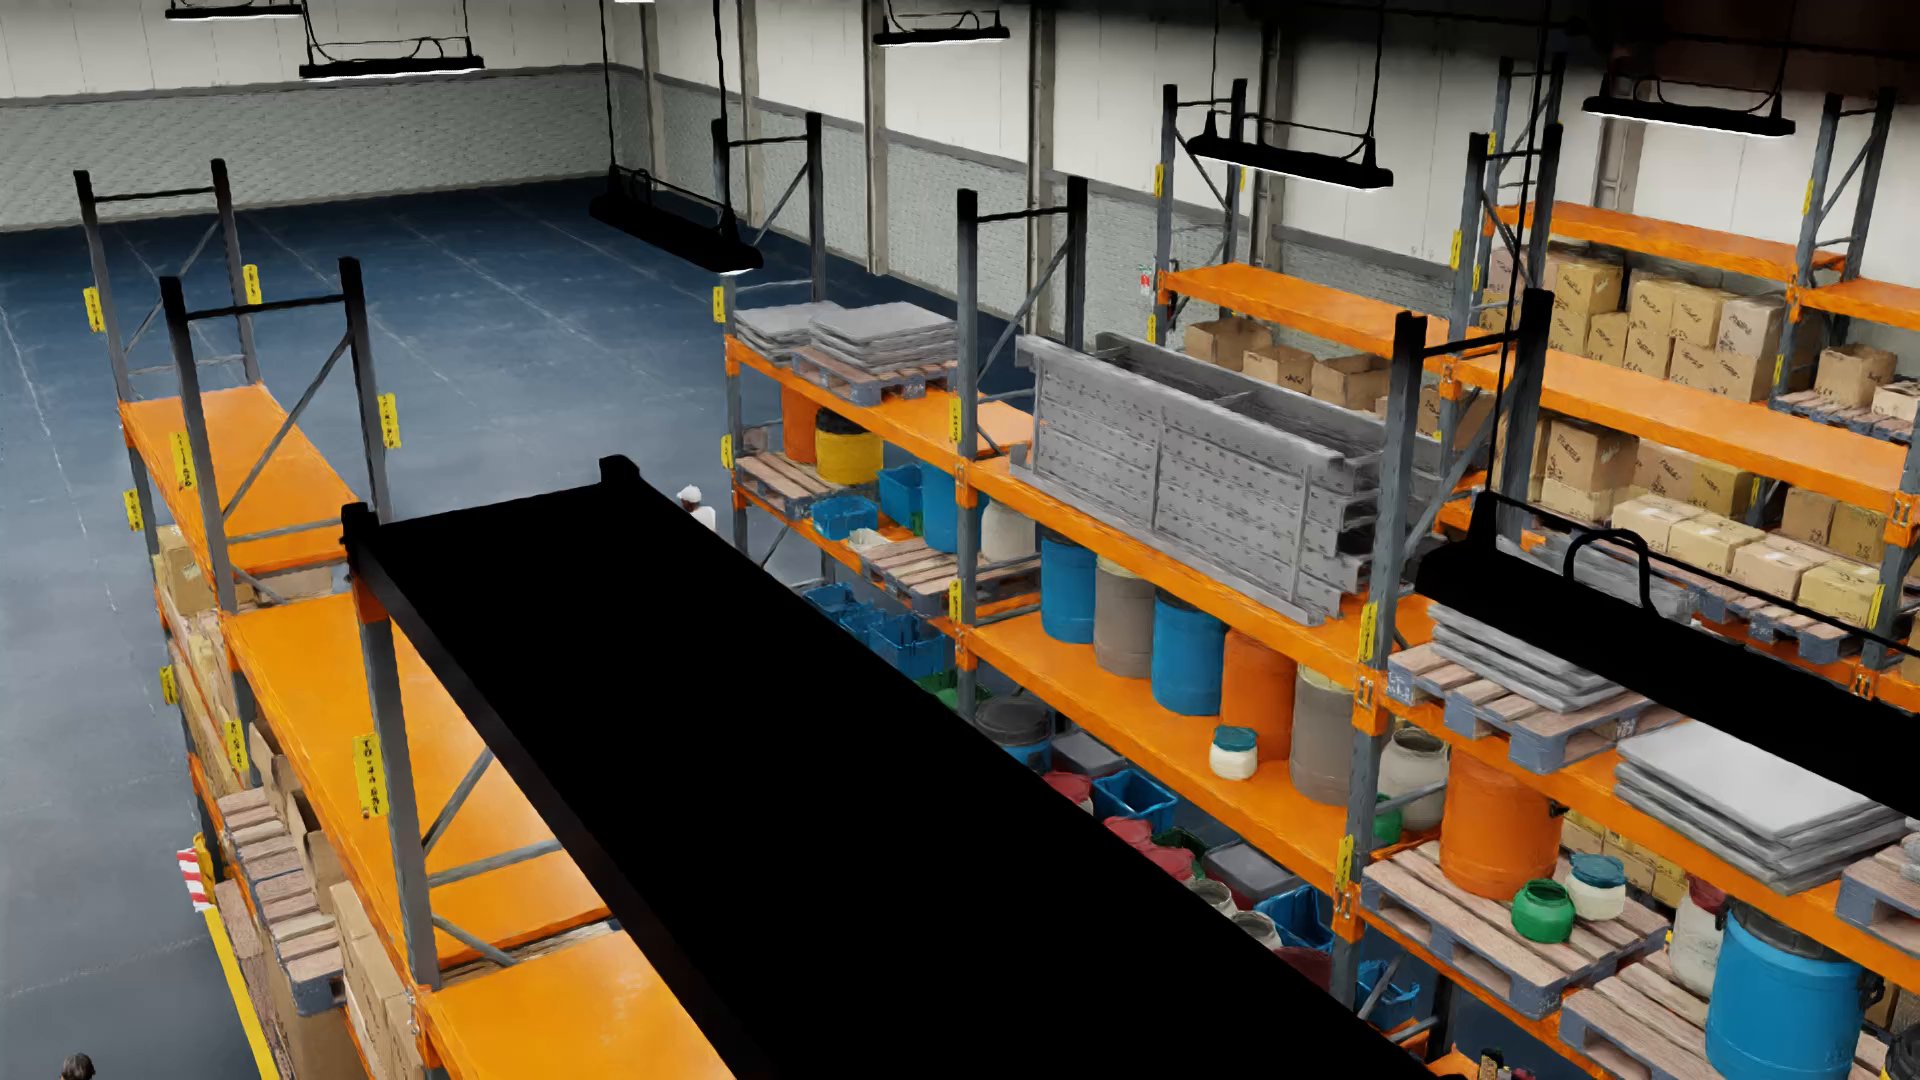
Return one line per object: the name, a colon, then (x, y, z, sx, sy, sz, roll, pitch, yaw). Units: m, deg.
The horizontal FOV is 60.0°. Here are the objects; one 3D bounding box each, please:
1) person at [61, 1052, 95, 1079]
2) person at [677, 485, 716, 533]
person: (-5.131, 3.751, 9.906, 0.476, 1.566, 1.093, -14, 26, -31)
person: (-2.891, 0.224, 18.488, 0.946, 1.756, 0.598, 13, 25, 30)
